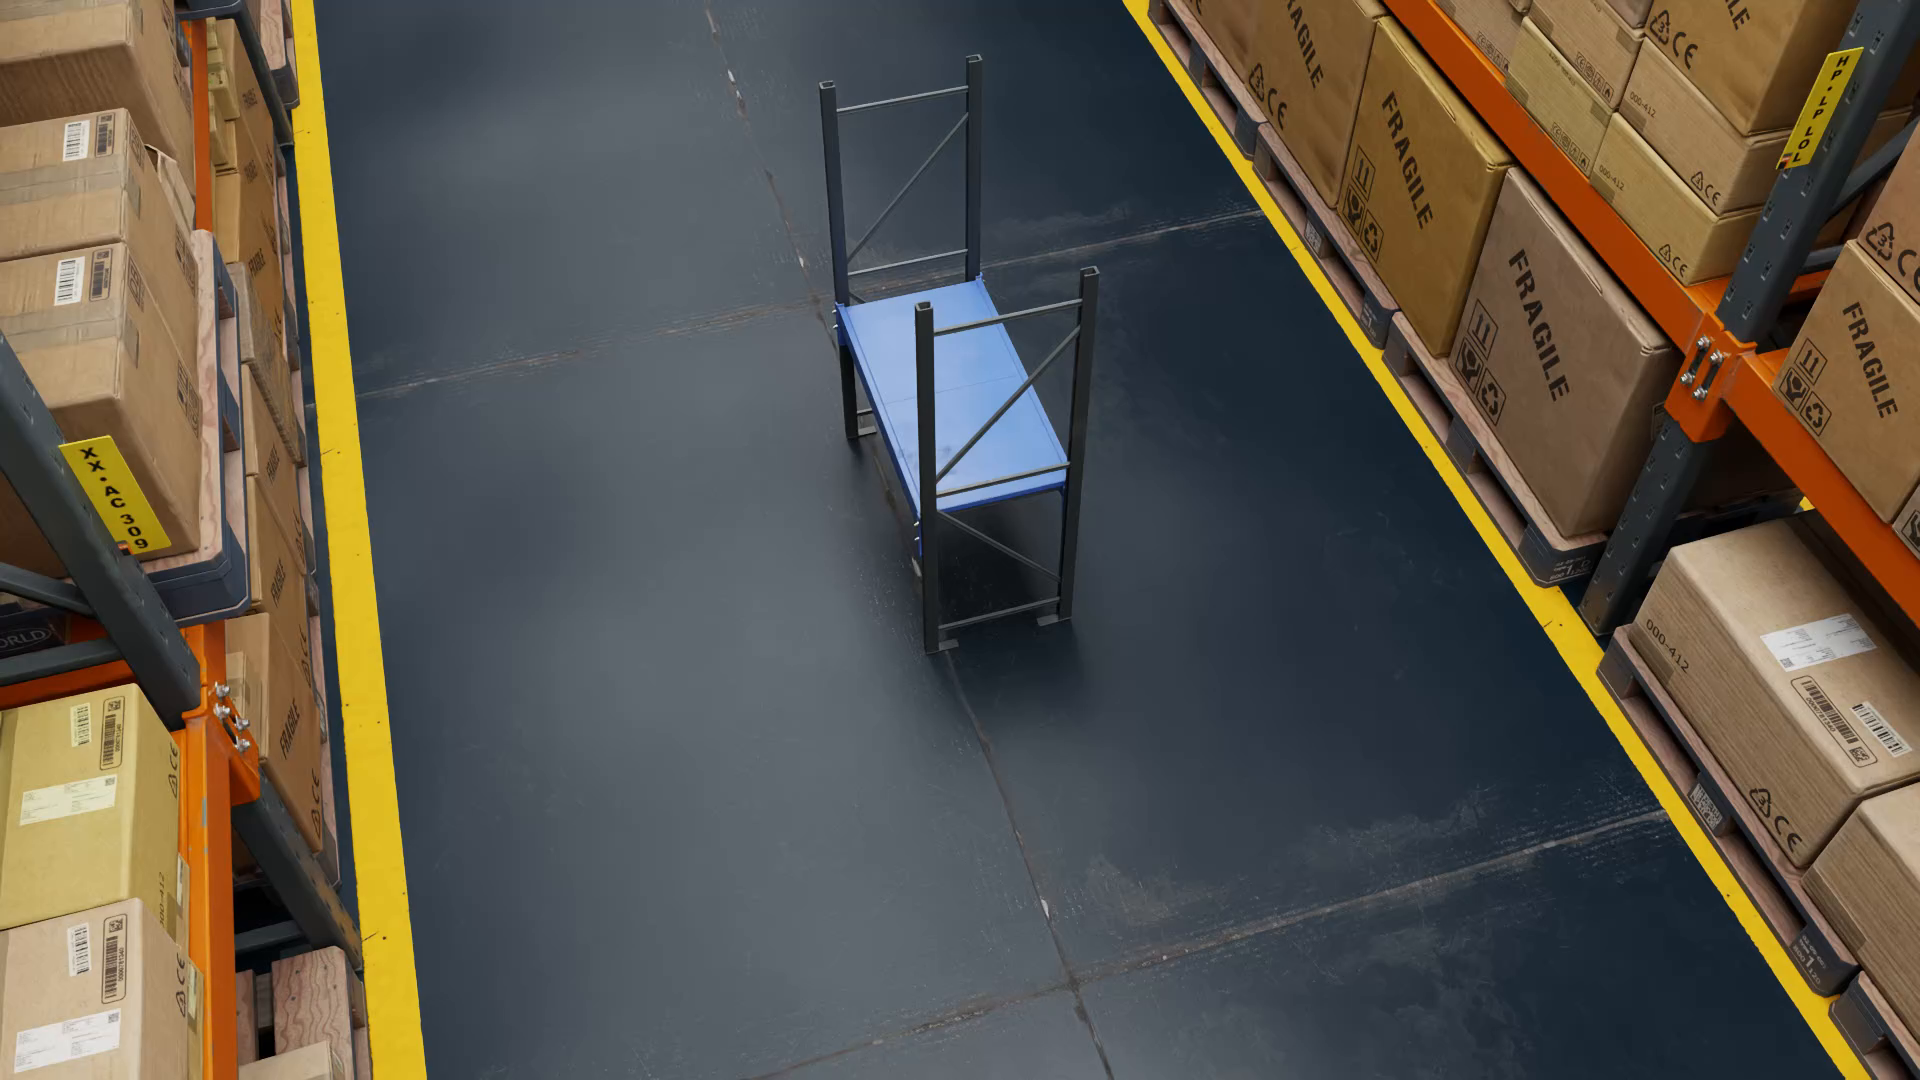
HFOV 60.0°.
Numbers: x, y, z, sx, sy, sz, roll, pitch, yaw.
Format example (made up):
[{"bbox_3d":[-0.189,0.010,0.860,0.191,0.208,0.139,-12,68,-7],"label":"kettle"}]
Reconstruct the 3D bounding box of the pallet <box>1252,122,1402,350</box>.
[{"bbox_3d":[1.888,-1.341,6.742,1.003,0.211,1.213,-13,51,-11],"label":"pallet"}]

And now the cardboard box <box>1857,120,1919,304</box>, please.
[{"bbox_3d":[2.462,-0.752,3.703,0.500,0.500,0.500,-13,51,-11],"label":"cardboard box"}]

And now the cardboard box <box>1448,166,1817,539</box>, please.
[{"bbox_3d":[2.293,-0.686,5.481,0.875,0.875,0.875,-12,51,-10],"label":"cardboard box"}]

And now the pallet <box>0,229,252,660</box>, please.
[{"bbox_3d":[-2.320,-0.222,4.101,1.003,0.211,1.213,-13,51,-11],"label":"pallet"}]

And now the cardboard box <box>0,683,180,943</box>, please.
[{"bbox_3d":[-1.804,0.594,3.191,0.500,0.250,0.500,-12,51,-10],"label":"cardboard box"}]

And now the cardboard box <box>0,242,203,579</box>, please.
[{"bbox_3d":[-2.117,-0.247,3.656,0.700,0.500,0.500,-12,51,-10],"label":"cardboard box"}]

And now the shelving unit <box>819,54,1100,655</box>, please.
[{"bbox_3d":[-0.025,-0.546,5.229,0.538,1.500,1.048,-13,51,-11],"label":"shelving unit"}]

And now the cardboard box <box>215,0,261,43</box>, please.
[{"bbox_3d":[-3.542,-2.426,7.111,0.875,0.625,0.625,-12,51,-10],"label":"cardboard box"}]

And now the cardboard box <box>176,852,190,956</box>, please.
[{"bbox_3d":[-1.755,0.767,3.306,0.380,0.149,0.250,-12,51,-10],"label":"cardboard box"}]

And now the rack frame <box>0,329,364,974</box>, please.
[{"bbox_3d":[-2.188,0.325,3.514,1.000,3.000,0.127,-13,51,-11],"label":"rack frame"}]

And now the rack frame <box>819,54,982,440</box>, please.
[{"bbox_3d":[-0.176,-0.917,5.542,0.500,1.500,0.032,-13,51,-11],"label":"rack frame"}]

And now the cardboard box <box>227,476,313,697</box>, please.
[{"bbox_3d":[-2.283,0.204,4.976,0.500,0.500,0.500,-14,51,-11],"label":"cardboard box"}]

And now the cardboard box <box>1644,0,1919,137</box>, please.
[{"bbox_3d":[2.181,-1.425,4.270,0.500,0.500,0.500,-12,51,-10],"label":"cardboard box"}]

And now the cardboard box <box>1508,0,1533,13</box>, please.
[{"bbox_3d":[1.876,-1.921,5.178,0.500,0.250,0.500,-12,51,-10],"label":"cardboard box"}]

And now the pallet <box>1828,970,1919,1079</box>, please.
[{"bbox_3d":[3.067,1.564,4.293,1.003,0.211,1.213,-13,51,-11],"label":"pallet"}]

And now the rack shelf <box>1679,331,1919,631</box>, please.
[{"bbox_3d":[3.144,0.892,3.507,1.077,0.370,4.000,-13,51,-11],"label":"rack shelf"}]

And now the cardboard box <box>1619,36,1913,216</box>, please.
[{"bbox_3d":[2.190,-1.180,4.554,0.500,0.250,0.500,-13,51,-11],"label":"cardboard box"}]

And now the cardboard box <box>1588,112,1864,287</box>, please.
[{"bbox_3d":[2.179,-1.023,4.748,0.500,0.250,0.500,-14,51,-12],"label":"cardboard box"}]

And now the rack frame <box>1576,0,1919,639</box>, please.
[{"bbox_3d":[2.553,-0.800,4.463,1.000,3.000,0.127,-13,51,-11],"label":"rack frame"}]

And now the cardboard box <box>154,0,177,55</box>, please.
[{"bbox_3d":[-2.711,-1.615,4.808,0.797,0.503,0.637,-14,51,-12],"label":"cardboard box"}]

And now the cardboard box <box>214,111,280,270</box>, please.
[{"bbox_3d":[-2.902,-1.298,6.243,0.500,0.500,0.500,-14,51,-12],"label":"cardboard box"}]

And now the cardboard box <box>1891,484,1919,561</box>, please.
[{"bbox_3d":[2.586,-0.062,3.775,0.500,0.500,0.500,-13,51,-11],"label":"cardboard box"}]

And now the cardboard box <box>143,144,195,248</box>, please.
[{"bbox_3d":[-2.232,-0.869,4.334,0.396,0.266,0.258,-11,51,-9],"label":"cardboard box"}]

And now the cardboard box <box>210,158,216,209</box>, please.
[{"bbox_3d":[-2.802,-1.234,5.765,0.380,0.149,0.250,-12,51,-10],"label":"cardboard box"}]

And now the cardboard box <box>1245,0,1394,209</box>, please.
[{"bbox_3d":[1.755,-1.997,6.586,0.875,0.875,0.875,-13,51,-11],"label":"cardboard box"}]

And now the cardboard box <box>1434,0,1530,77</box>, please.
[{"bbox_3d":[1.899,-1.768,5.377,0.500,0.250,0.500,-15,51,-12],"label":"cardboard box"}]

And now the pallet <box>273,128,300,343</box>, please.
[{"bbox_3d":[-3.186,-1.144,6.577,1.003,0.211,1.213,-13,51,-11],"label":"pallet"}]

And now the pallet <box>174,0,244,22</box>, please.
[{"bbox_3d":[-3.103,-2.056,5.647,1.213,0.211,1.003,-13,51,-11],"label":"pallet"}]

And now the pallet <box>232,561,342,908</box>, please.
[{"bbox_3d":[-2.464,0.638,5.074,1.003,0.211,1.213,-13,51,-11],"label":"pallet"}]

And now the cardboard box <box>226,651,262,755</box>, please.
[{"bbox_3d":[-2.040,0.464,4.333,0.380,0.149,0.250,-11,51,-9],"label":"cardboard box"}]

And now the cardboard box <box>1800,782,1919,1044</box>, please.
[{"bbox_3d":[2.901,1.027,4.324,0.875,0.438,0.875,-15,51,-12],"label":"cardboard box"}]

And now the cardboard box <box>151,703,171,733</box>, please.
[{"bbox_3d":[-2.098,0.381,4.208,0.380,0.149,0.250,-14,51,-12],"label":"cardboard box"}]

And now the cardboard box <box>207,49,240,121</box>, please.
[{"bbox_3d":[-2.872,-1.640,6.107,0.380,0.149,0.250,-16,52,-13],"label":"cardboard box"}]

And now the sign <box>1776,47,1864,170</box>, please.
[{"bbox_3d":[2.037,-1.018,3.941,0.100,0.325,0.005,-13,51,-11],"label":"sign"}]

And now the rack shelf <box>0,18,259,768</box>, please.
[{"bbox_3d":[-2.779,-0.904,5.021,1.077,0.370,4.000,-13,51,-11],"label":"rack shelf"}]

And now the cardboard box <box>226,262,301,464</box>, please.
[{"bbox_3d":[-2.574,-0.542,5.605,0.500,0.500,0.500,-15,51,-12],"label":"cardboard box"}]

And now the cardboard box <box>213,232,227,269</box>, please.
[{"bbox_3d":[-2.617,-0.857,5.447,0.380,0.149,0.250,-16,52,-13],"label":"cardboard box"}]
